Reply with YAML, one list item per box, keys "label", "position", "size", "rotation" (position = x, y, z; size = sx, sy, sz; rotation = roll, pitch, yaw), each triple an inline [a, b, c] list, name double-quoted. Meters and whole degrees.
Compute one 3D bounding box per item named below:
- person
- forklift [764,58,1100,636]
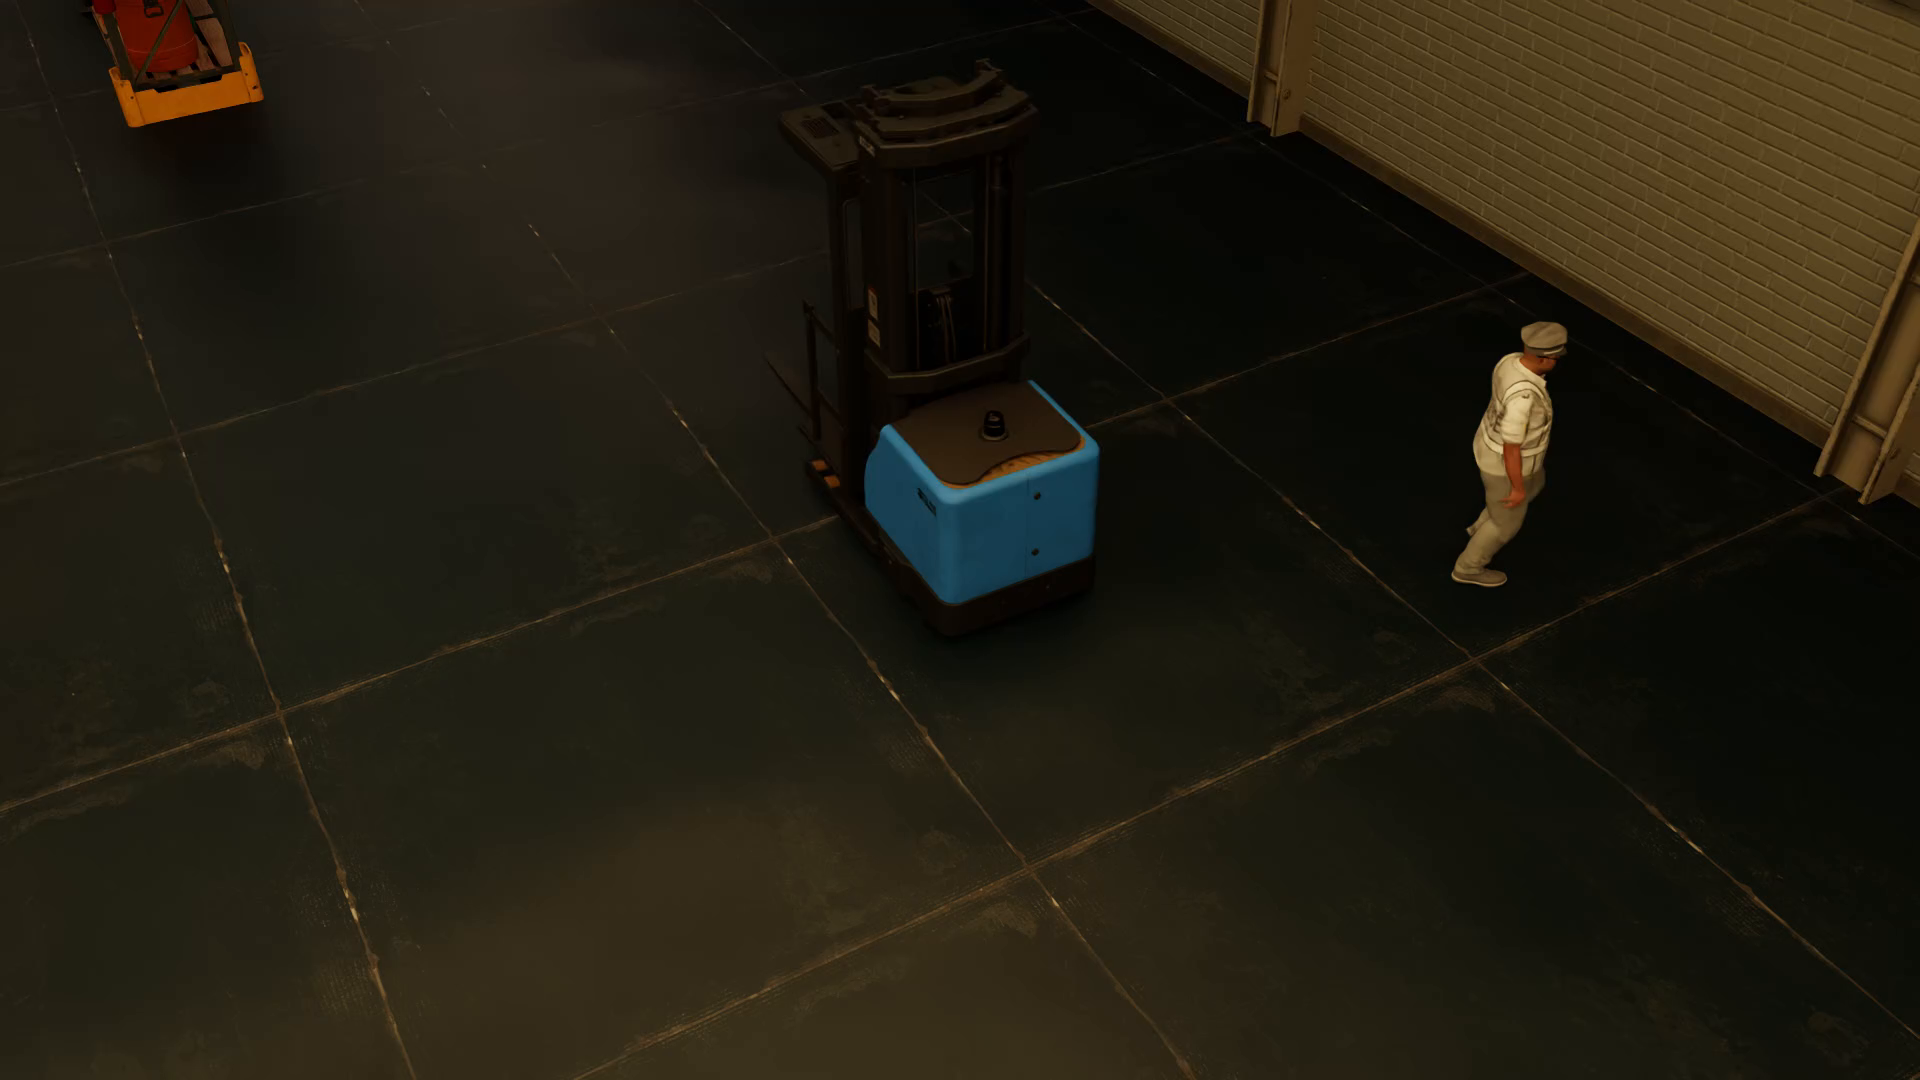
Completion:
- label: "person"
  position: [3.206, -0.464, 9.562]
  size: [0.496, 1.771, 0.650]
  rotation: [4, 40, 4]
- label: "forklift"
  position: [-0.343, -1.503, 9.848]
  size: [1.130, 2.935, 3.031]
  rotation: [-19, 43, -22]
